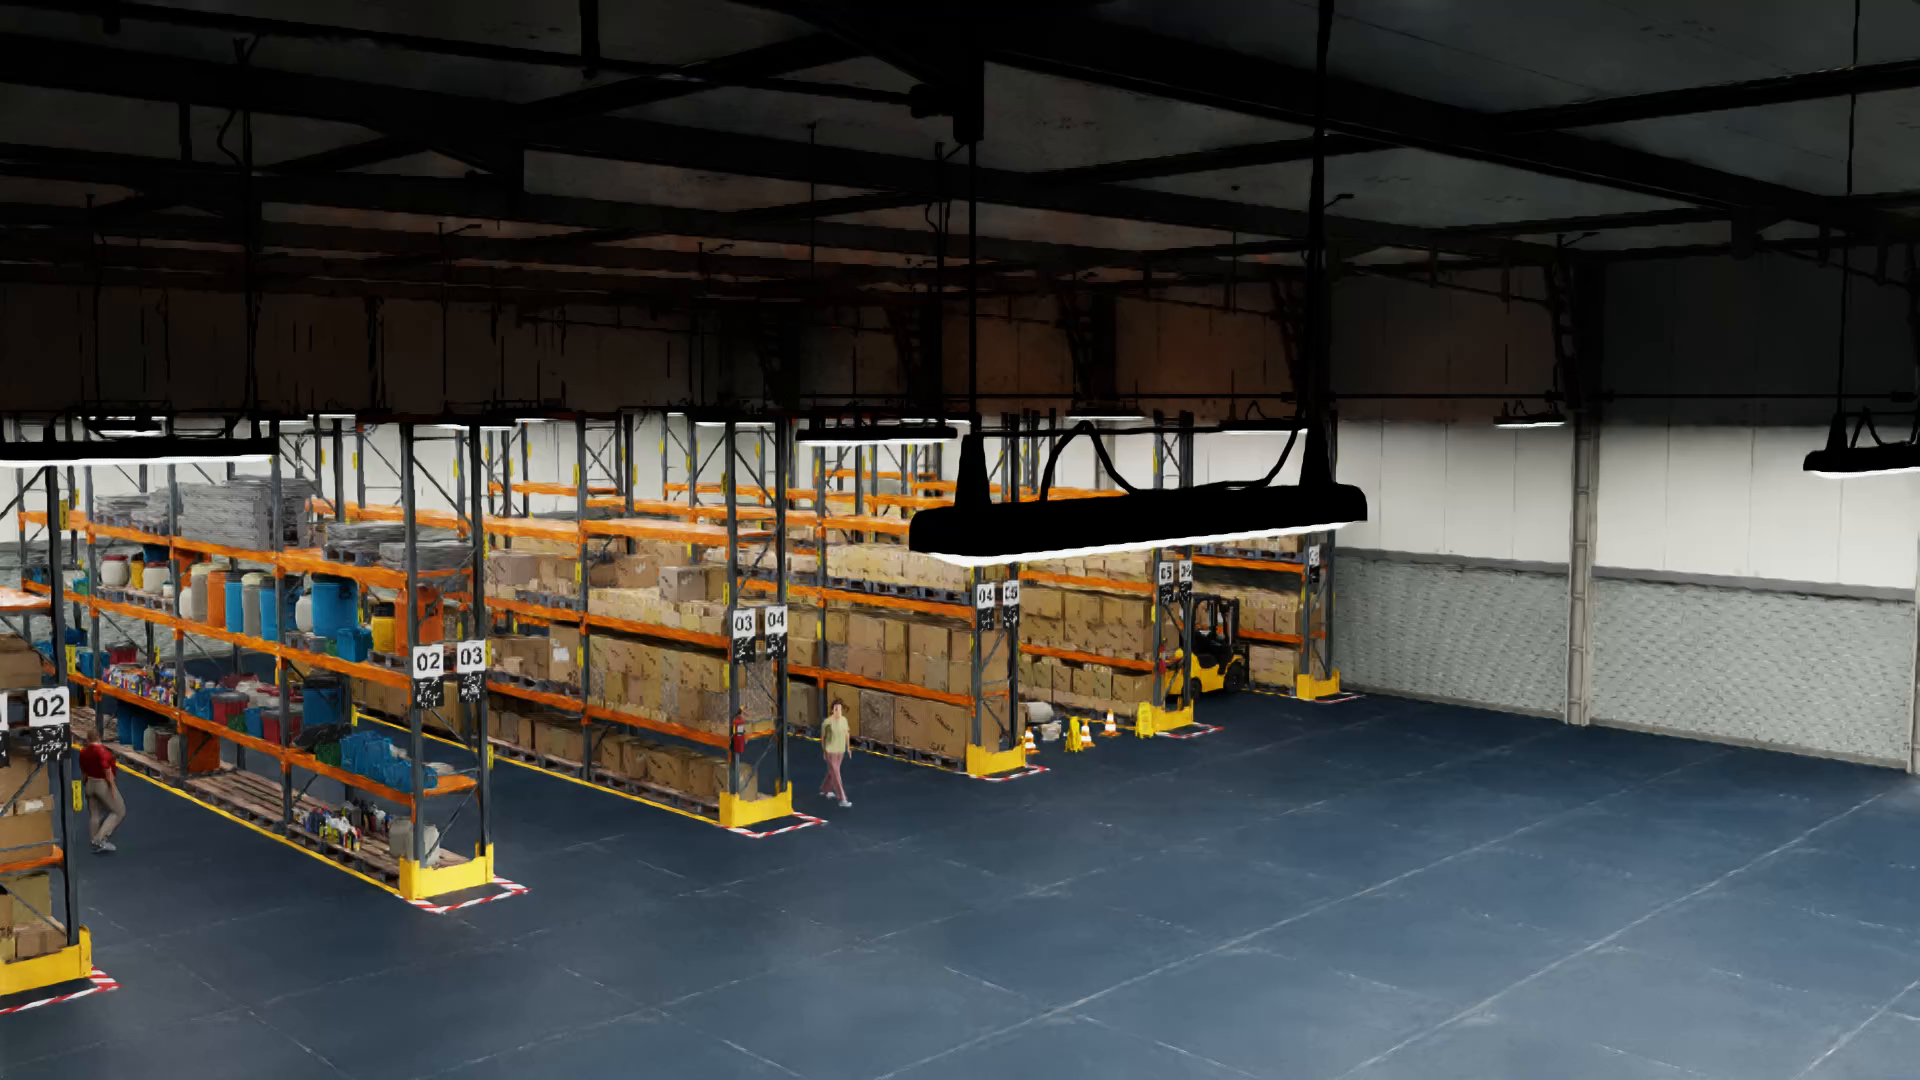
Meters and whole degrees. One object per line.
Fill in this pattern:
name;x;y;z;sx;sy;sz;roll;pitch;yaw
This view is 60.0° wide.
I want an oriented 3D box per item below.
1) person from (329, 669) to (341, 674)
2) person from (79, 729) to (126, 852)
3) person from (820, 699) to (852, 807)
person;-10.653;3.007;28.488;0.538;1.678;0.454;2;5;20
person;-11.923;3.469;23.037;0.586;1.724;0.461;2;5;19
person;-1.906;3.269;25.769;0.435;1.616;0.997;-4;6;-39
